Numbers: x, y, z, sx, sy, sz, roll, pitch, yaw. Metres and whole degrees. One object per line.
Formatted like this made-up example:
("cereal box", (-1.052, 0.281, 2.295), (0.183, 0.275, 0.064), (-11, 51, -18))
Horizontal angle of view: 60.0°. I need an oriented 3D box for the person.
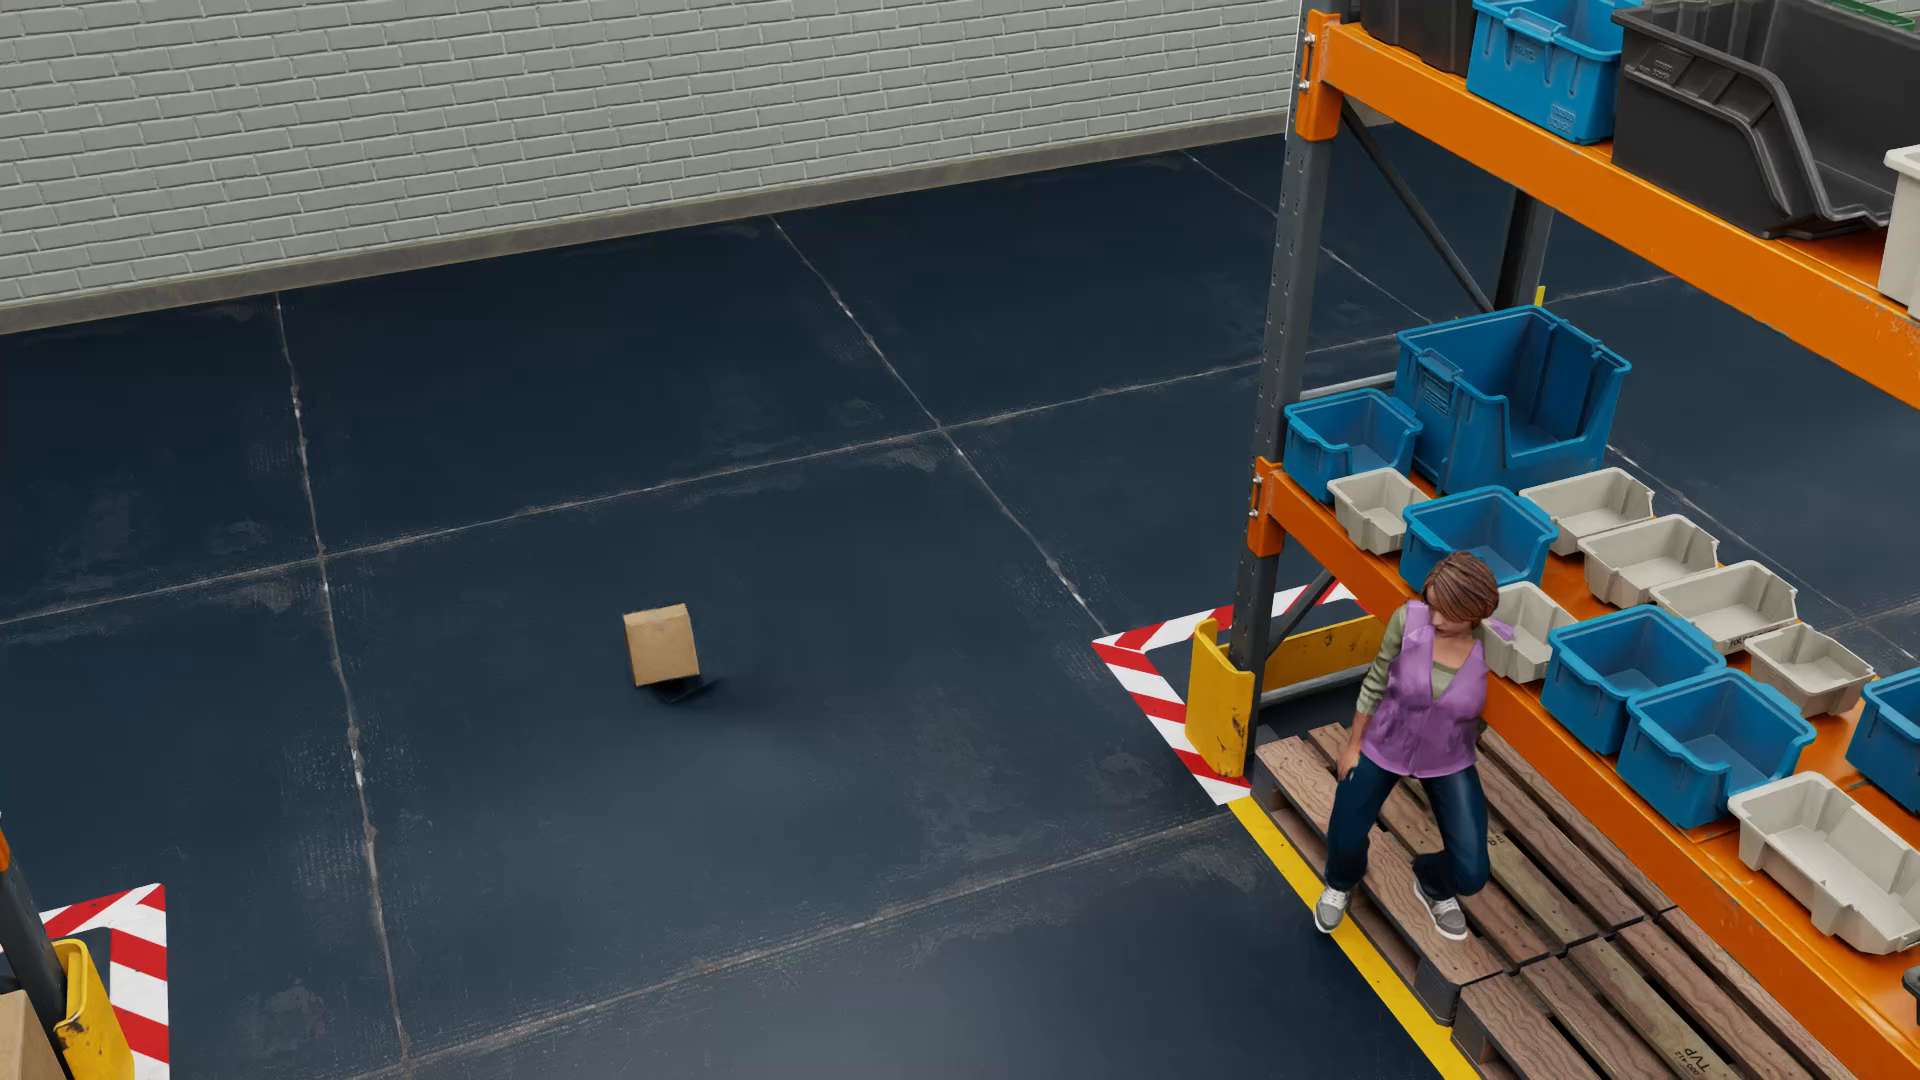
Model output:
("person", (1.402, 0.681, 5.051), (0.492, 1.579, 0.447), (9, 35, 13))
